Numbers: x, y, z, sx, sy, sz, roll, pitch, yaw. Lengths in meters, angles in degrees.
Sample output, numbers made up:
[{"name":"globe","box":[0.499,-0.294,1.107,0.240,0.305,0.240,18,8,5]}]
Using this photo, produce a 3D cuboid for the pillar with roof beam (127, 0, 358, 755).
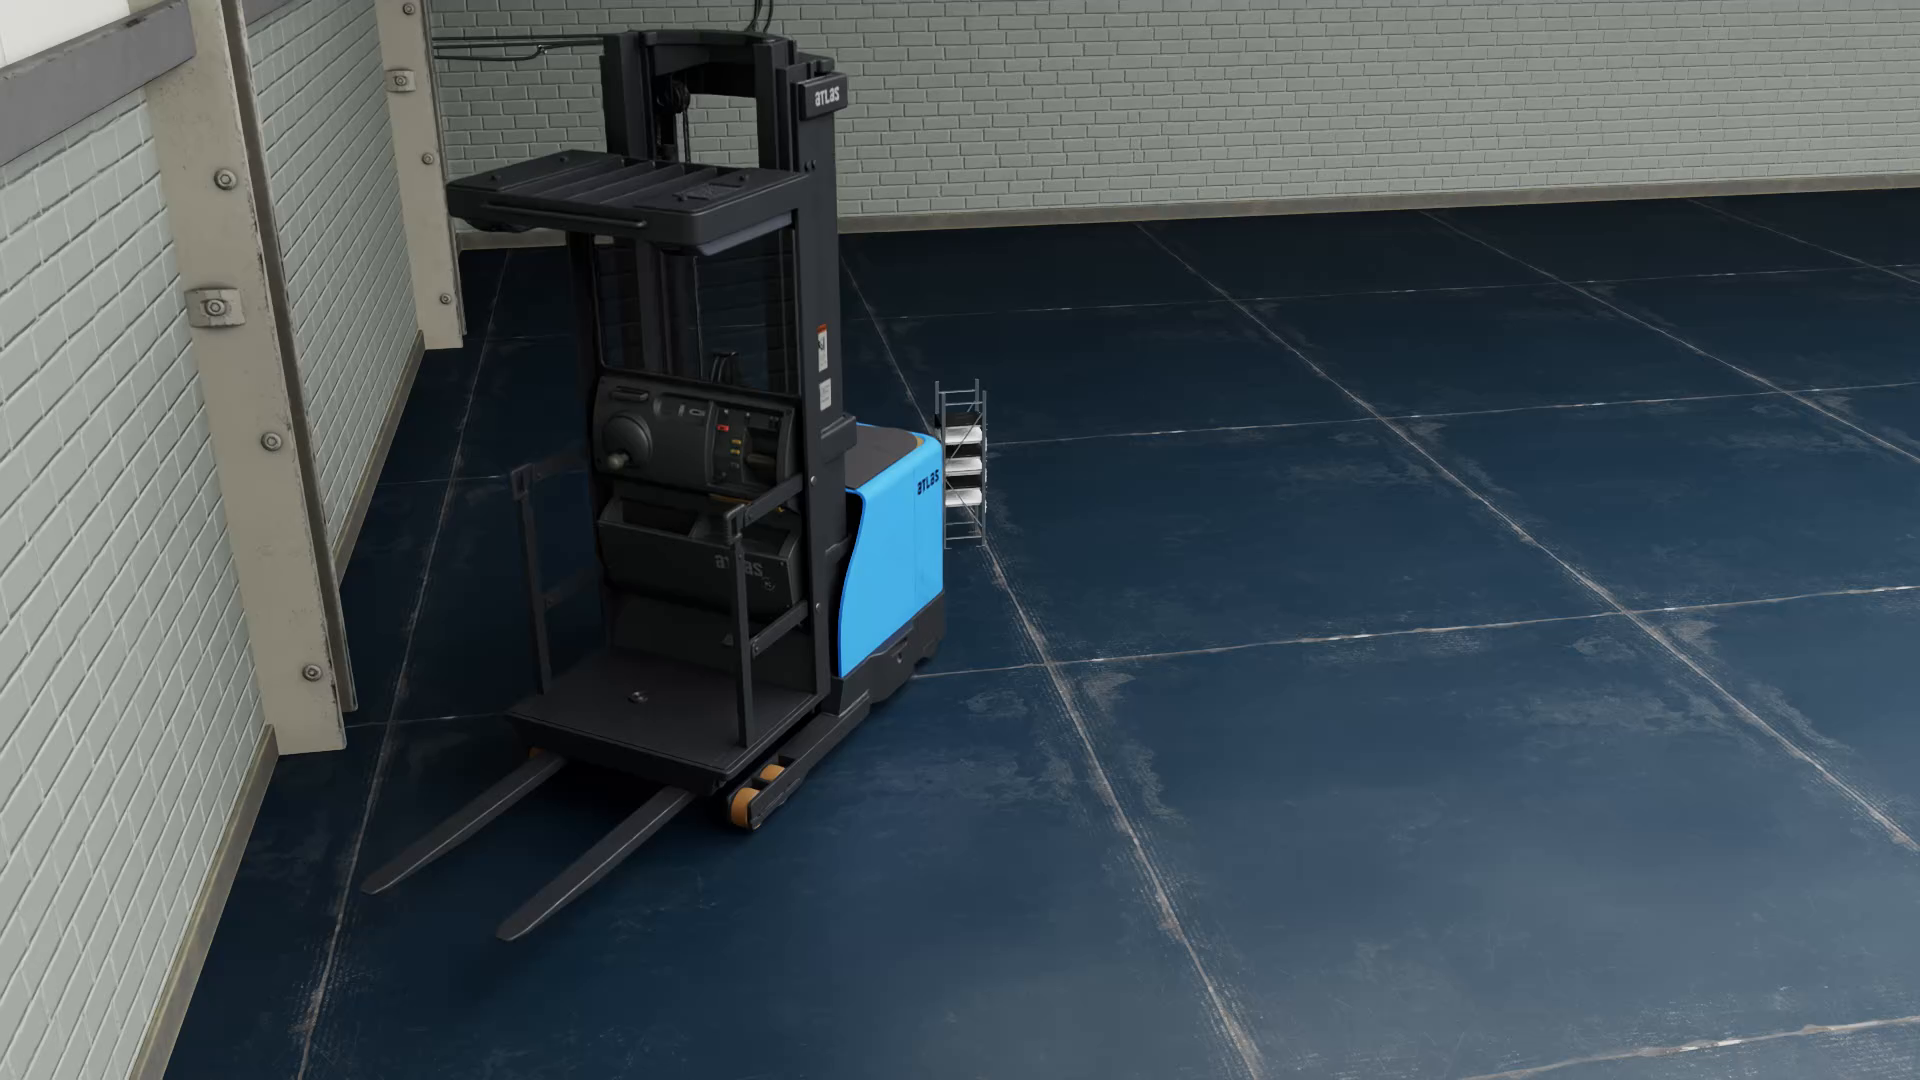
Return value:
[{"name":"pillar with roof beam","box":[1.386,-3.606,6.264,9.100,9.000,0.400,-4,24,-10]}]

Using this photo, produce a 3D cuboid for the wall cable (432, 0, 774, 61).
[{"name":"wall cable","box":[-3.199,-5.481,14.437,3.097,2.526,0.112,-4,24,-10]}]

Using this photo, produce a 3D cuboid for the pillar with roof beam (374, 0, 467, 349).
[{"name":"pillar with roof beam","box":[0.277,-5.966,11.668,9.100,9.000,0.400,-4,24,-10]}]

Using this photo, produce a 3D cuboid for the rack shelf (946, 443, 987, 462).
[{"name":"rack shelf","box":[0.002,-0.461,9.040,0.258,0.077,0.200,-4,24,-10]}]

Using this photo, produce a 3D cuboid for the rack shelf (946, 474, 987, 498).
[{"name":"rack shelf","box":[0.002,-0.296,9.112,0.258,0.077,0.200,-4,24,-10]}]

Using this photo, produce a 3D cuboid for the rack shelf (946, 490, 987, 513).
[{"name":"rack shelf","box":[0.002,-0.214,9.148,0.258,0.077,0.200,-4,24,-10]}]

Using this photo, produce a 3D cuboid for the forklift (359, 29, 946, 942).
[{"name":"forklift","box":[-1.163,-0.391,6.484,1.130,2.935,3.031,11,26,23]}]

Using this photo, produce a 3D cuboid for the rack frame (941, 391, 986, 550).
[{"name":"rack frame","box":[0.020,-0.369,8.971,0.240,0.900,0.006,-4,24,-10]}]

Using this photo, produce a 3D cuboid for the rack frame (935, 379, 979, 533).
[{"name":"rack frame","box":[-0.017,-0.449,9.154,0.240,0.900,0.006,-4,24,-10]}]

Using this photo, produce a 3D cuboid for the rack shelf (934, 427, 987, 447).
[{"name":"rack shelf","box":[0.002,-0.544,9.004,0.258,0.077,0.200,-4,24,-10]}]

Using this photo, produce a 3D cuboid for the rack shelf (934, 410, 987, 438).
[{"name":"rack shelf","box":[0.002,-0.626,8.968,0.258,0.077,0.200,-4,24,-10]}]

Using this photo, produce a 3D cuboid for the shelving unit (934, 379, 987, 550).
[{"name":"shelving unit","box":[0.002,-0.409,9.063,0.258,0.900,0.210,-4,24,-10]}]

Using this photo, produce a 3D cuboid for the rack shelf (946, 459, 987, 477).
[{"name":"rack shelf","box":[0.002,-0.379,9.076,0.258,0.077,0.200,-4,24,-10]}]
